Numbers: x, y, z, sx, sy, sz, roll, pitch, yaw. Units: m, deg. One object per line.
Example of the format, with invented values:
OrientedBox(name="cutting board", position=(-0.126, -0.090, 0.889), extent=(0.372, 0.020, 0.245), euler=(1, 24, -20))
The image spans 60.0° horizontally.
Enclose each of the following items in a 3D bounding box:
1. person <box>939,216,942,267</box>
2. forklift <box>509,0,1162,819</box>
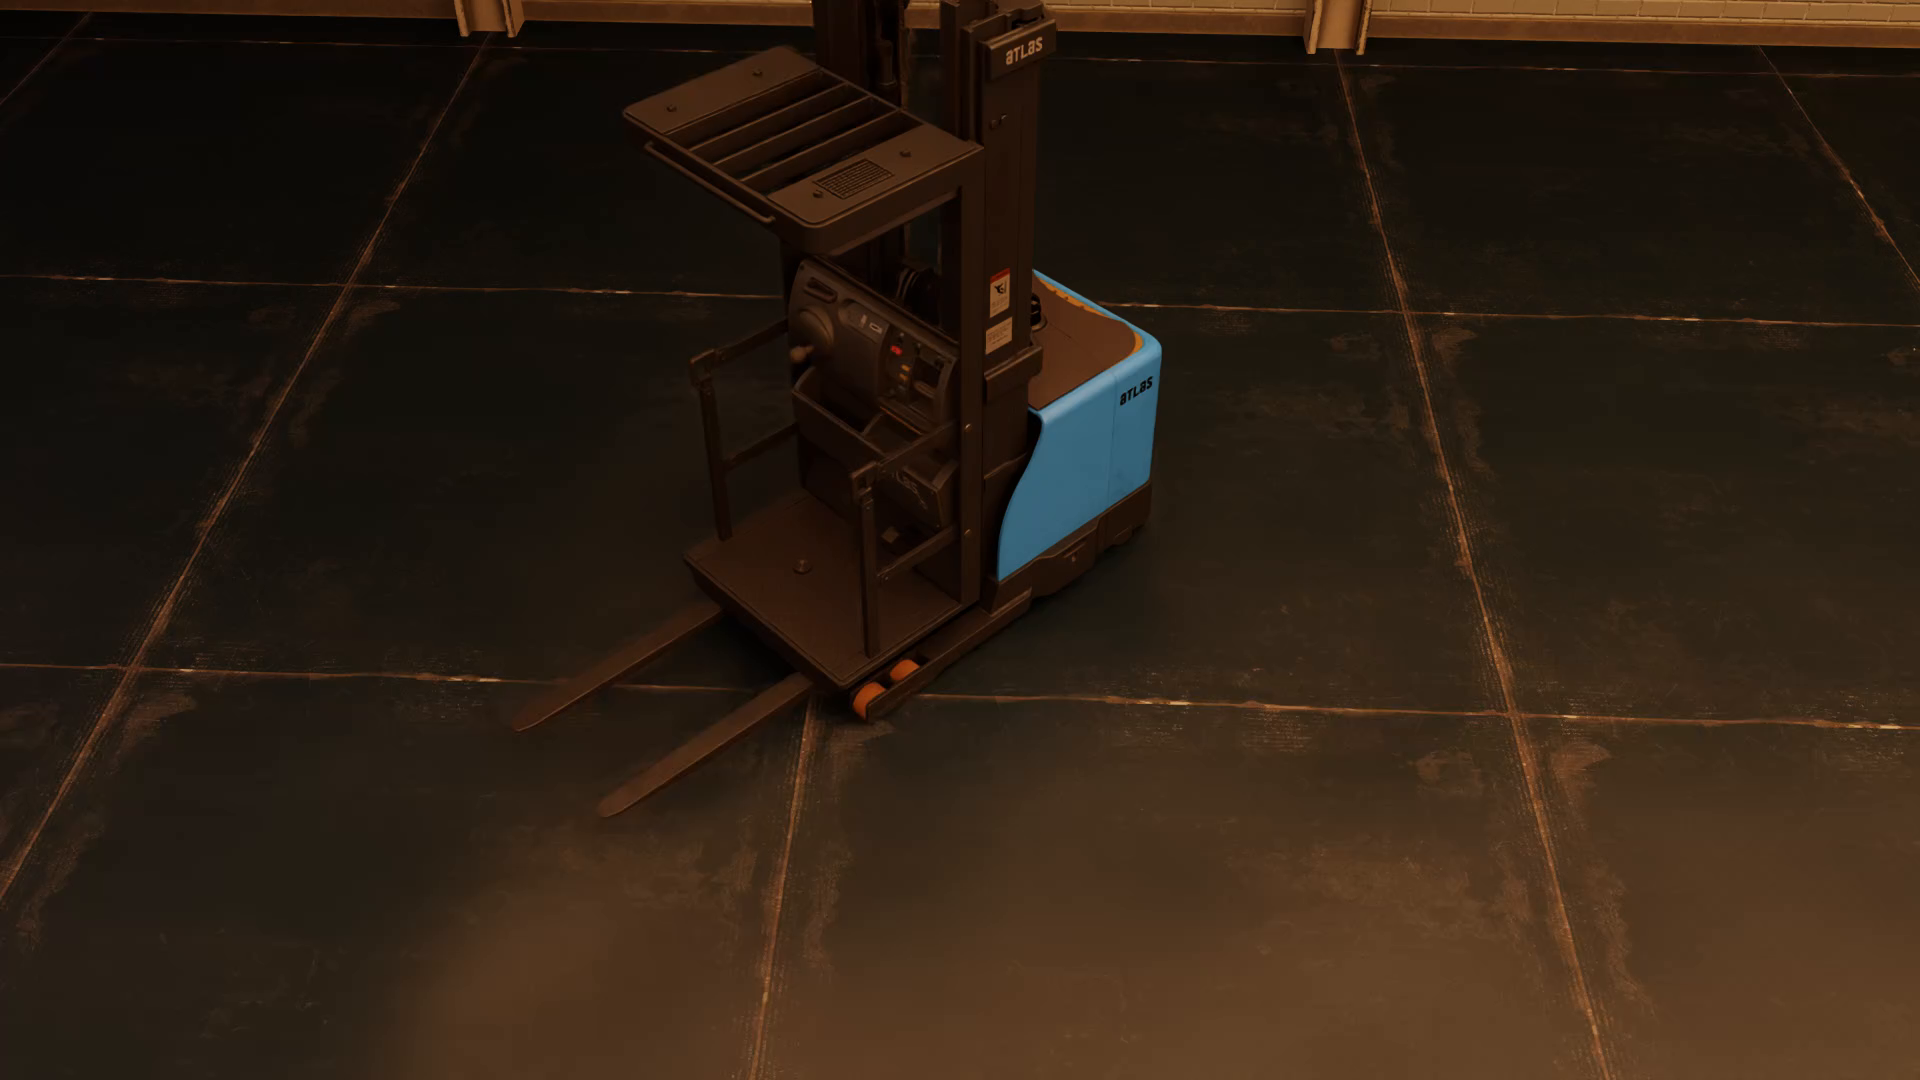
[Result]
OrientedBox(name="person", position=(0.165, -1.528, 8.317), extent=(0.843, 1.740, 0.763), euler=(-3, 42, -4))
OrientedBox(name="forklift", position=(-0.511, -0.710, 6.520), extent=(3.031, 2.935, 1.130), euler=(-33, 52, -31))
